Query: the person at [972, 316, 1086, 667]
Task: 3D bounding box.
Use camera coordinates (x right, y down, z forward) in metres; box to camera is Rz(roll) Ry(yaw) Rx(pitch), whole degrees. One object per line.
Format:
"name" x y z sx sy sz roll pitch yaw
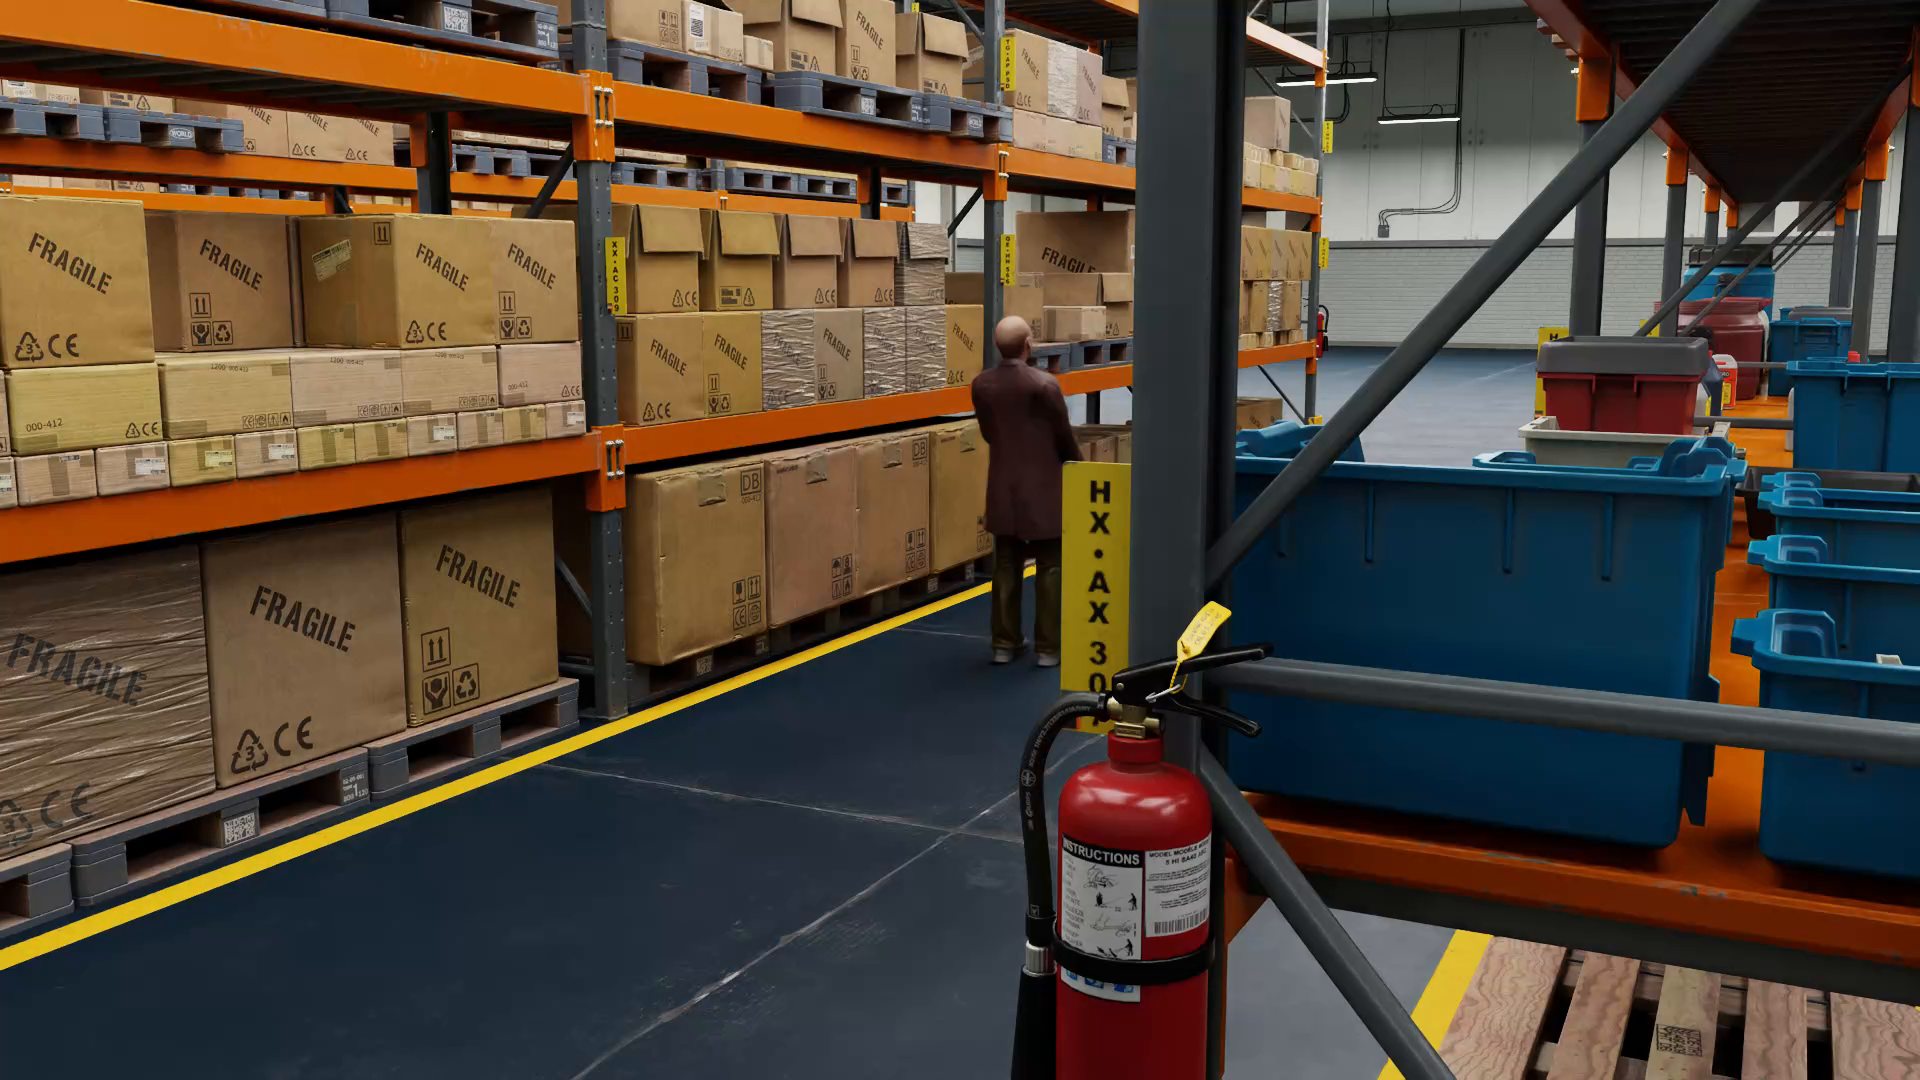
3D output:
"person" 0.386 -0.259 8.551 0.540 1.779 0.550 7 11 37
